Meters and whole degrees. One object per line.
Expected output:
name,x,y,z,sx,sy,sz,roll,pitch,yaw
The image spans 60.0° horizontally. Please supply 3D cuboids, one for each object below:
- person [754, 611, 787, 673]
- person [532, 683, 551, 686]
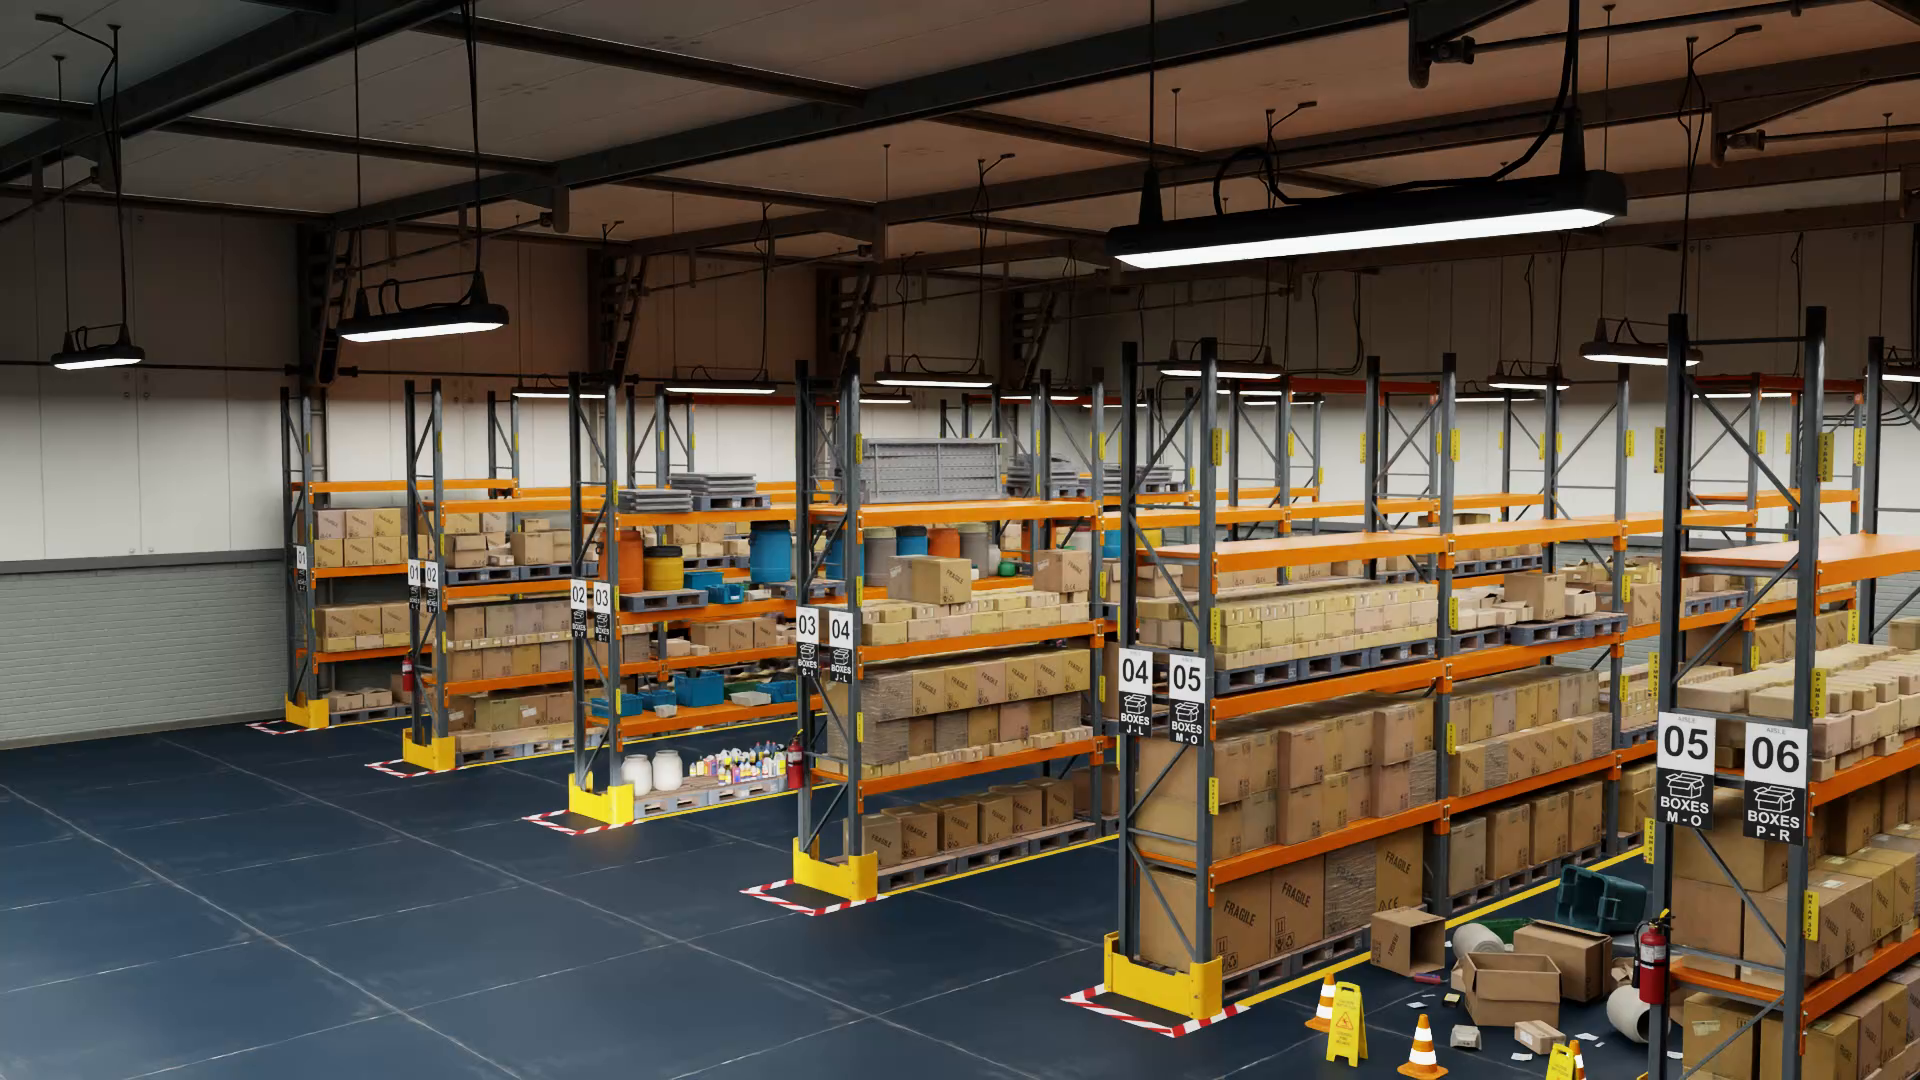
person,-3.919,1.963,34.146,0.550,1.547,1.145,2,4,28
person,-7.843,2.296,30.993,0.484,1.757,0.586,-2,4,-29
